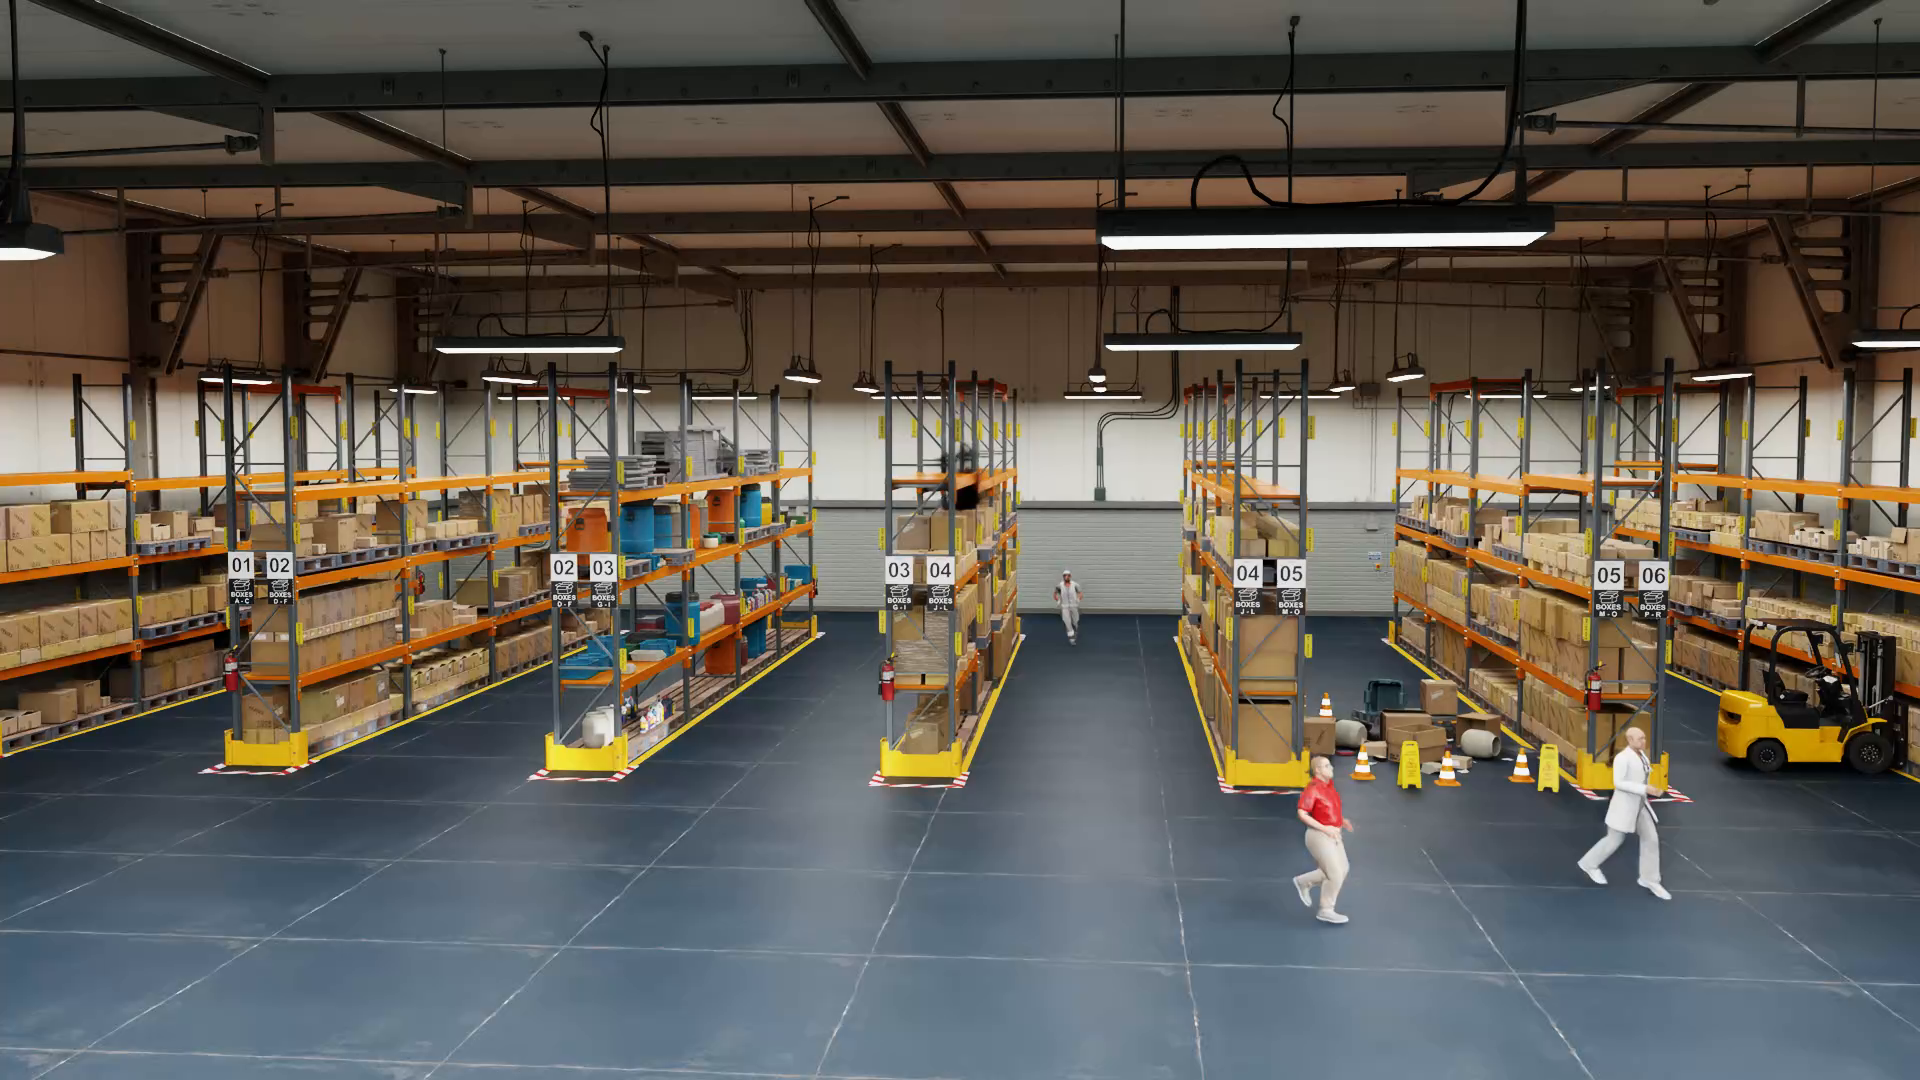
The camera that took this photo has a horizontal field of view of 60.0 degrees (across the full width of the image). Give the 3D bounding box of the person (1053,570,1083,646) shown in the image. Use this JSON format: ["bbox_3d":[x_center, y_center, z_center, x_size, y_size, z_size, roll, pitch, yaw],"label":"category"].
[{"bbox_3d":[2.517,1.578,38.723,0.678,1.754,0.800,0,4,0],"label":"person"}]

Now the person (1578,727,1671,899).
[{"bbox_3d":[7.239,2.925,18.084,0.668,1.819,0.984,-3,5,-38],"label":"person"}]

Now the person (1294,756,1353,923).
[{"bbox_3d":[3.688,3.043,17.008,0.624,1.675,0.664,3,5,35],"label":"person"}]
